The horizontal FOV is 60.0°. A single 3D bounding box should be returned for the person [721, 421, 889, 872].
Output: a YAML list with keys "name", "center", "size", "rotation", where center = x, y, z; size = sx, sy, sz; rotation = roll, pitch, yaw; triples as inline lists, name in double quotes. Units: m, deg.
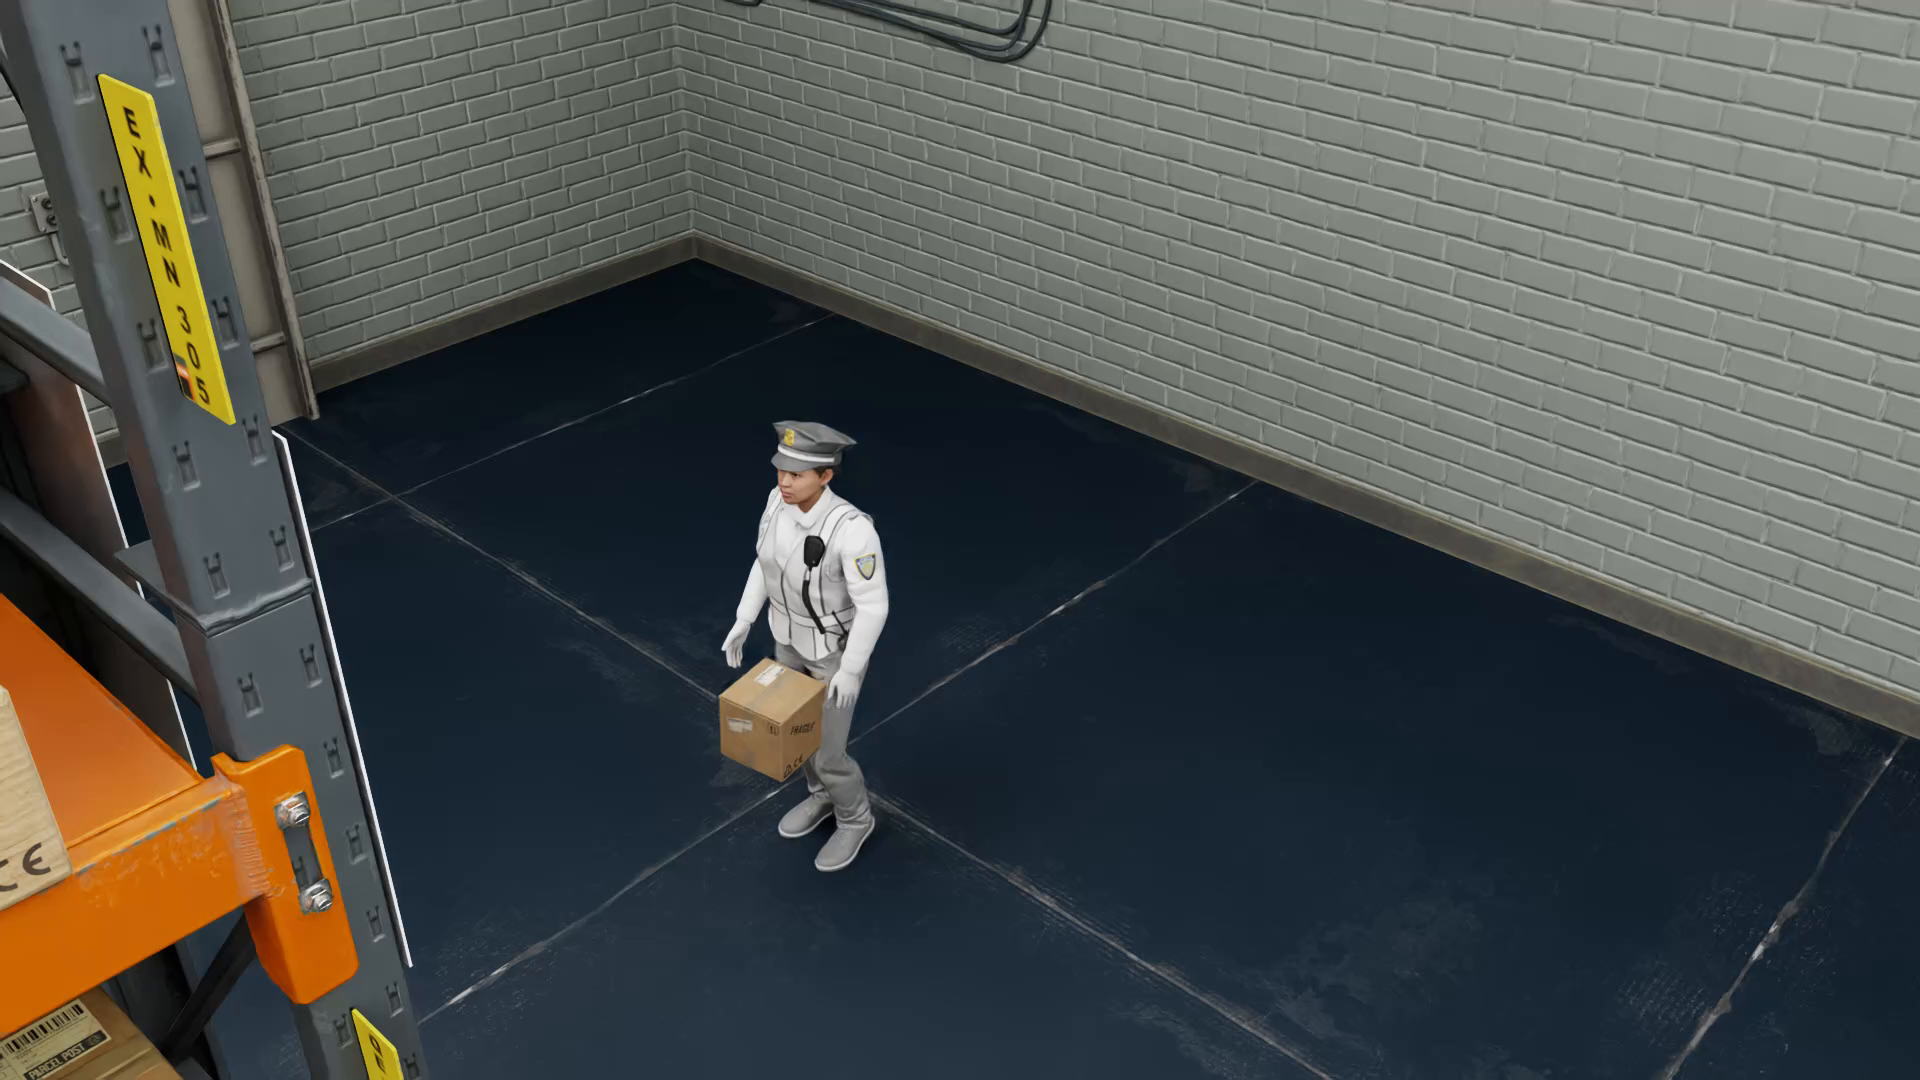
- name: "person"
  center: [-0.495, 0.365, 5.516]
  size: [0.578, 1.688, 0.425]
  rotation: [27, 40, 36]
